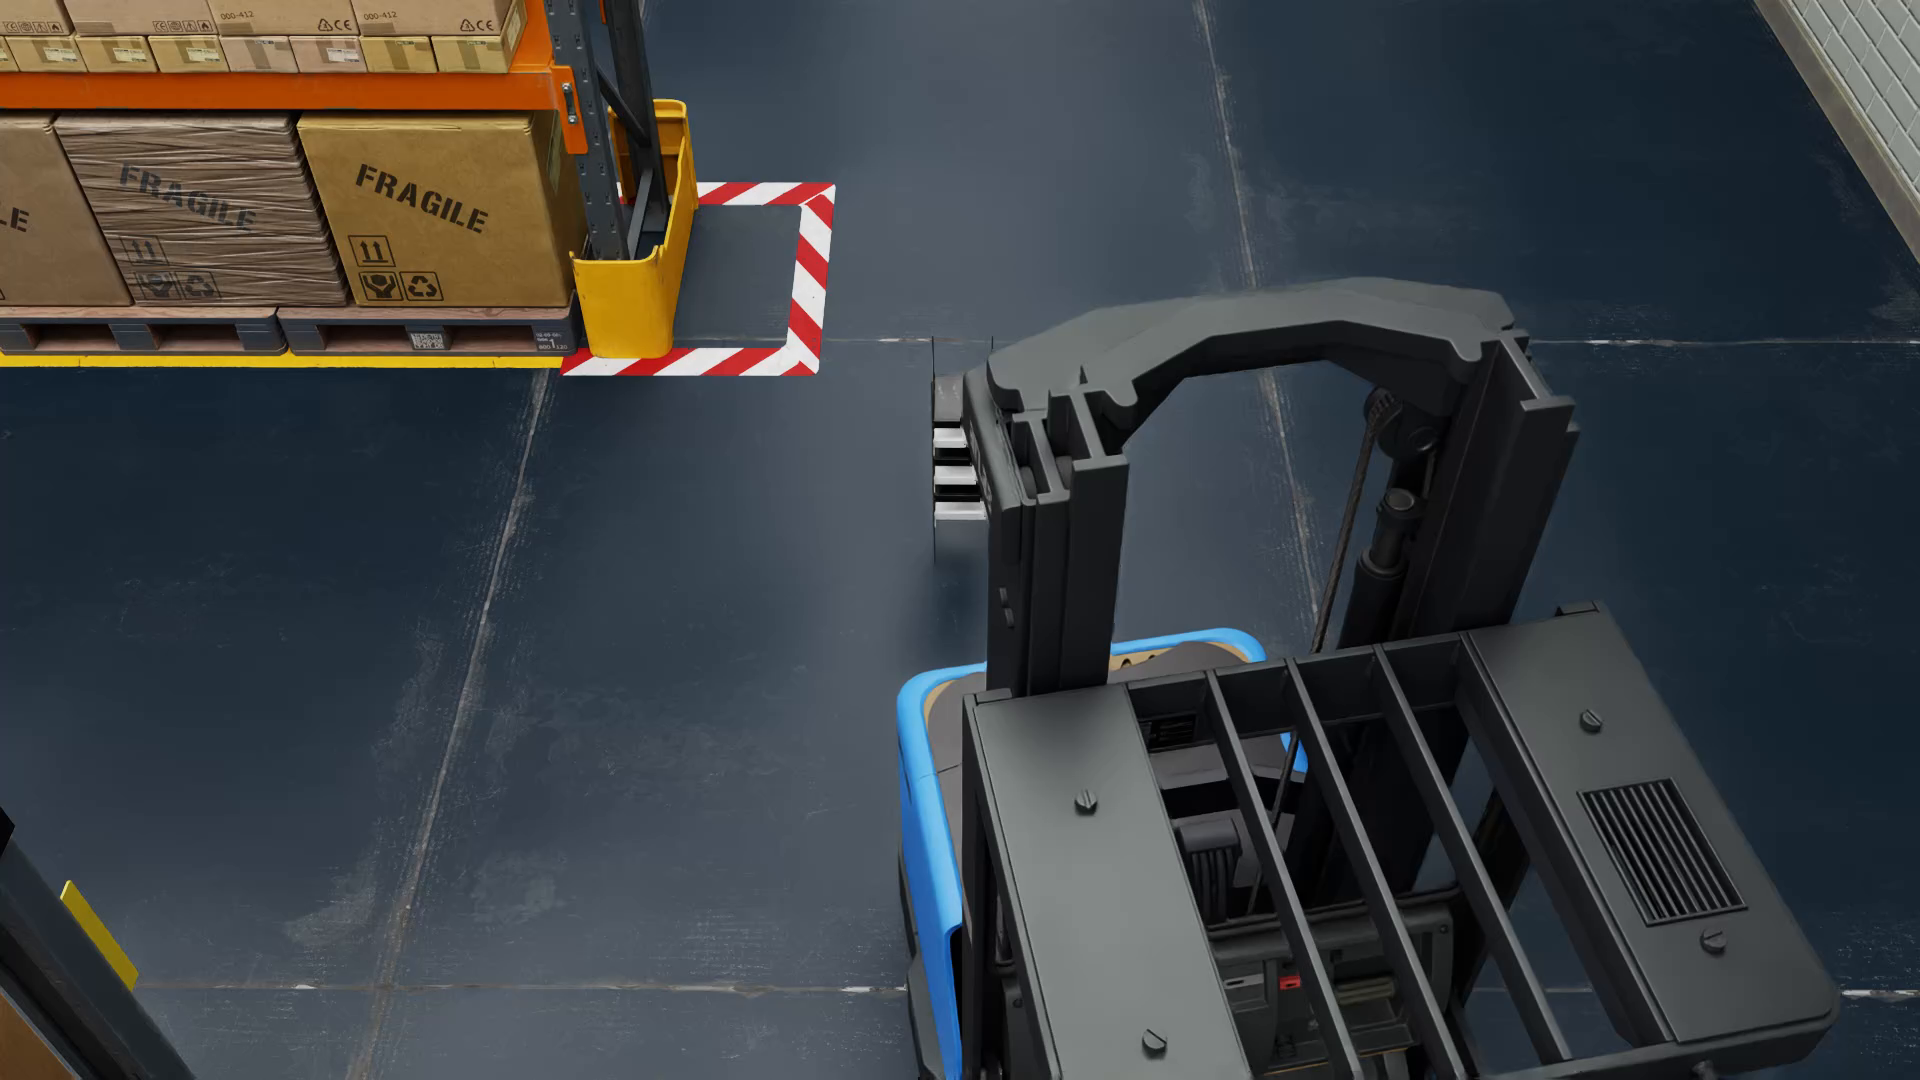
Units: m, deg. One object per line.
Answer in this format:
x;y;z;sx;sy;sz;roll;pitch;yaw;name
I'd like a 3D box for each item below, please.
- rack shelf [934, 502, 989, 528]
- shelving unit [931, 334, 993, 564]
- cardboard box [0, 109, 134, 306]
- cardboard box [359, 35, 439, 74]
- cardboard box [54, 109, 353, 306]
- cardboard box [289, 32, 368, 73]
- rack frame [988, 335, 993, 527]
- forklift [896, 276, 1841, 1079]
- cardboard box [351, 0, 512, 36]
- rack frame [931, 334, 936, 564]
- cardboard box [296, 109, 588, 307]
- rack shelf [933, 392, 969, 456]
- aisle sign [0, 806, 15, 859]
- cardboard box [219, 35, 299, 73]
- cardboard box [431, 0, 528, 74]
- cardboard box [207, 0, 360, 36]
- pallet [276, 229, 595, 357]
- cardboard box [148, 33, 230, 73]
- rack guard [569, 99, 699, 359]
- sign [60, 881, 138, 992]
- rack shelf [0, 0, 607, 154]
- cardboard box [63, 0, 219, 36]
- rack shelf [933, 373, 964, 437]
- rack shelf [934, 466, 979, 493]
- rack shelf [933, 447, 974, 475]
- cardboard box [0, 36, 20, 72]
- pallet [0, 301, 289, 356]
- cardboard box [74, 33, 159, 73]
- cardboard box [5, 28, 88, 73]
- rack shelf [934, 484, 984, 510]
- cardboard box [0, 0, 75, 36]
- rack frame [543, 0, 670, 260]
0.008;-0.161;6.077;0.200;0.077;0.258;0;47;0;rack shelf
0.008;-0.307;5.921;0.210;0.900;0.258;0;47;0;shelving unit
-3.848;-1.577;6.833;0.875;0.875;0.875;0;47;0;cardboard box
-2.025;-1.883;6.125;0.250;0.149;0.380;1;47;1;cardboard box
-2.958;-1.574;6.831;0.875;0.875;0.875;0;47;0;cardboard box
-2.277;-1.885;6.127;0.250;0.149;0.380;0;47;0;cardboard box
0.110;-0.306;5.920;0.006;0.900;0.240;0;47;0;rack frame
0.592;1.090;3.233;1.130;2.935;3.031;-8;48;-7;forklift
-1.893;-2.067;6.024;0.500;0.250;0.500;-1;47;0;cardboard box
-0.094;-0.307;5.921;0.006;0.900;0.240;0;47;0;rack frame
-2.048;-1.572;6.829;0.875;0.875;0.875;0;47;0;cardboard box
0.008;-0.406;5.813;0.200;0.077;0.258;0;47;0;rack shelf
-1.453;0.316;2.131;0.004;0.787;0.394;0;47;0;aisle sign
-2.527;-1.886;6.128;0.250;0.149;0.380;1;47;1;cardboard box
-1.765;-1.884;6.126;0.250;0.149;0.380;1;47;1;cardboard box
-2.400;-2.069;6.026;0.500;0.250;0.500;-1;47;-1;cardboard box
-2.207;-1.204;7.227;1.213;0.211;1.003;0;47;0;pallet
-2.786;-1.886;6.128;0.250;0.149;0.380;-1;47;-1;cardboard box
-1.384;-1.358;7.172;0.348;0.500;1.175;0;47;0;rack guard
-1.525;0.729;2.931;0.005;0.325;0.100;0;47;0;sign
-3.408;-1.970;6.526;4.000;0.370;1.077;0;47;0;rack shelf
-2.909;-2.070;6.027;0.500;0.250;0.500;-1;47;-1;cardboard box
0.008;-0.468;5.747;0.200;0.077;0.258;0;47;0;rack shelf
0.008;-0.284;5.945;0.200;0.077;0.258;0;47;0;rack shelf
0.008;-0.345;5.879;0.200;0.077;0.258;0;47;0;rack shelf
-3.554;-1.888;6.129;0.250;0.149;0.380;-1;47;-1;cardboard box
-3.424;-1.210;7.232;1.213;0.211;1.003;0;47;0;pallet
-3.046;-1.886;6.128;0.250;0.149;0.380;0;47;0;cardboard box
-3.294;-1.888;6.130;0.250;0.149;0.380;1;47;1;cardboard box
0.008;-0.223;6.011;0.200;0.077;0.258;0;47;0;rack shelf
-3.430;-2.068;6.025;0.500;0.250;0.500;0;47;0;cardboard box
-1.408;-2.210;6.257;0.127;3.000;1.000;0;47;0;rack frame
